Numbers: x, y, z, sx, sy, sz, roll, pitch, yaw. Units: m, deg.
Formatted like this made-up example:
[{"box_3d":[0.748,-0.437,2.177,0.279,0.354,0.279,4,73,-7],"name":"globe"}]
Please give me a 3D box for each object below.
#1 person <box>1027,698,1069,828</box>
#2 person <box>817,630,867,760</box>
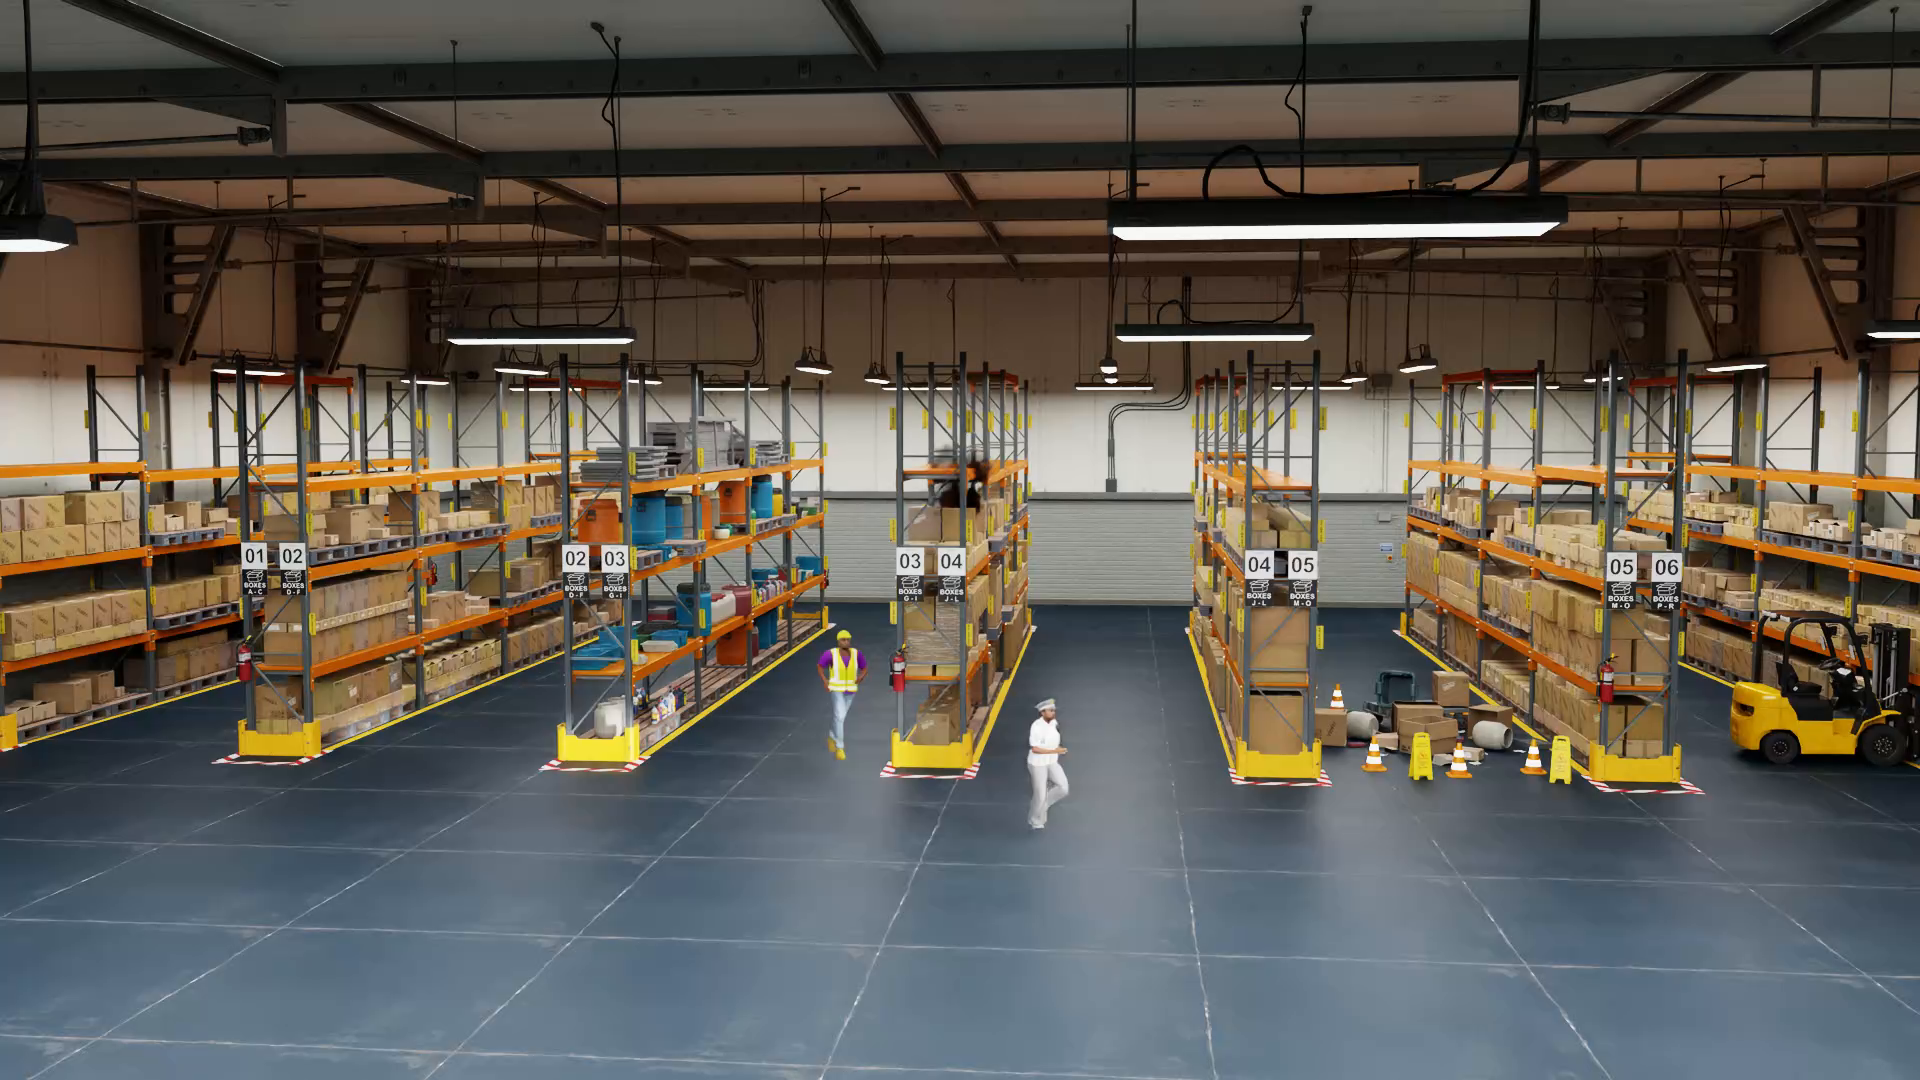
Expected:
[{"box_3d":[1.072,2.731,20.276,0.611,1.637,0.712,-4,6,-44],"name":"person"},{"box_3d":[-1.663,2.173,23.772,0.703,1.803,0.824,-2,4,-25],"name":"person"}]
